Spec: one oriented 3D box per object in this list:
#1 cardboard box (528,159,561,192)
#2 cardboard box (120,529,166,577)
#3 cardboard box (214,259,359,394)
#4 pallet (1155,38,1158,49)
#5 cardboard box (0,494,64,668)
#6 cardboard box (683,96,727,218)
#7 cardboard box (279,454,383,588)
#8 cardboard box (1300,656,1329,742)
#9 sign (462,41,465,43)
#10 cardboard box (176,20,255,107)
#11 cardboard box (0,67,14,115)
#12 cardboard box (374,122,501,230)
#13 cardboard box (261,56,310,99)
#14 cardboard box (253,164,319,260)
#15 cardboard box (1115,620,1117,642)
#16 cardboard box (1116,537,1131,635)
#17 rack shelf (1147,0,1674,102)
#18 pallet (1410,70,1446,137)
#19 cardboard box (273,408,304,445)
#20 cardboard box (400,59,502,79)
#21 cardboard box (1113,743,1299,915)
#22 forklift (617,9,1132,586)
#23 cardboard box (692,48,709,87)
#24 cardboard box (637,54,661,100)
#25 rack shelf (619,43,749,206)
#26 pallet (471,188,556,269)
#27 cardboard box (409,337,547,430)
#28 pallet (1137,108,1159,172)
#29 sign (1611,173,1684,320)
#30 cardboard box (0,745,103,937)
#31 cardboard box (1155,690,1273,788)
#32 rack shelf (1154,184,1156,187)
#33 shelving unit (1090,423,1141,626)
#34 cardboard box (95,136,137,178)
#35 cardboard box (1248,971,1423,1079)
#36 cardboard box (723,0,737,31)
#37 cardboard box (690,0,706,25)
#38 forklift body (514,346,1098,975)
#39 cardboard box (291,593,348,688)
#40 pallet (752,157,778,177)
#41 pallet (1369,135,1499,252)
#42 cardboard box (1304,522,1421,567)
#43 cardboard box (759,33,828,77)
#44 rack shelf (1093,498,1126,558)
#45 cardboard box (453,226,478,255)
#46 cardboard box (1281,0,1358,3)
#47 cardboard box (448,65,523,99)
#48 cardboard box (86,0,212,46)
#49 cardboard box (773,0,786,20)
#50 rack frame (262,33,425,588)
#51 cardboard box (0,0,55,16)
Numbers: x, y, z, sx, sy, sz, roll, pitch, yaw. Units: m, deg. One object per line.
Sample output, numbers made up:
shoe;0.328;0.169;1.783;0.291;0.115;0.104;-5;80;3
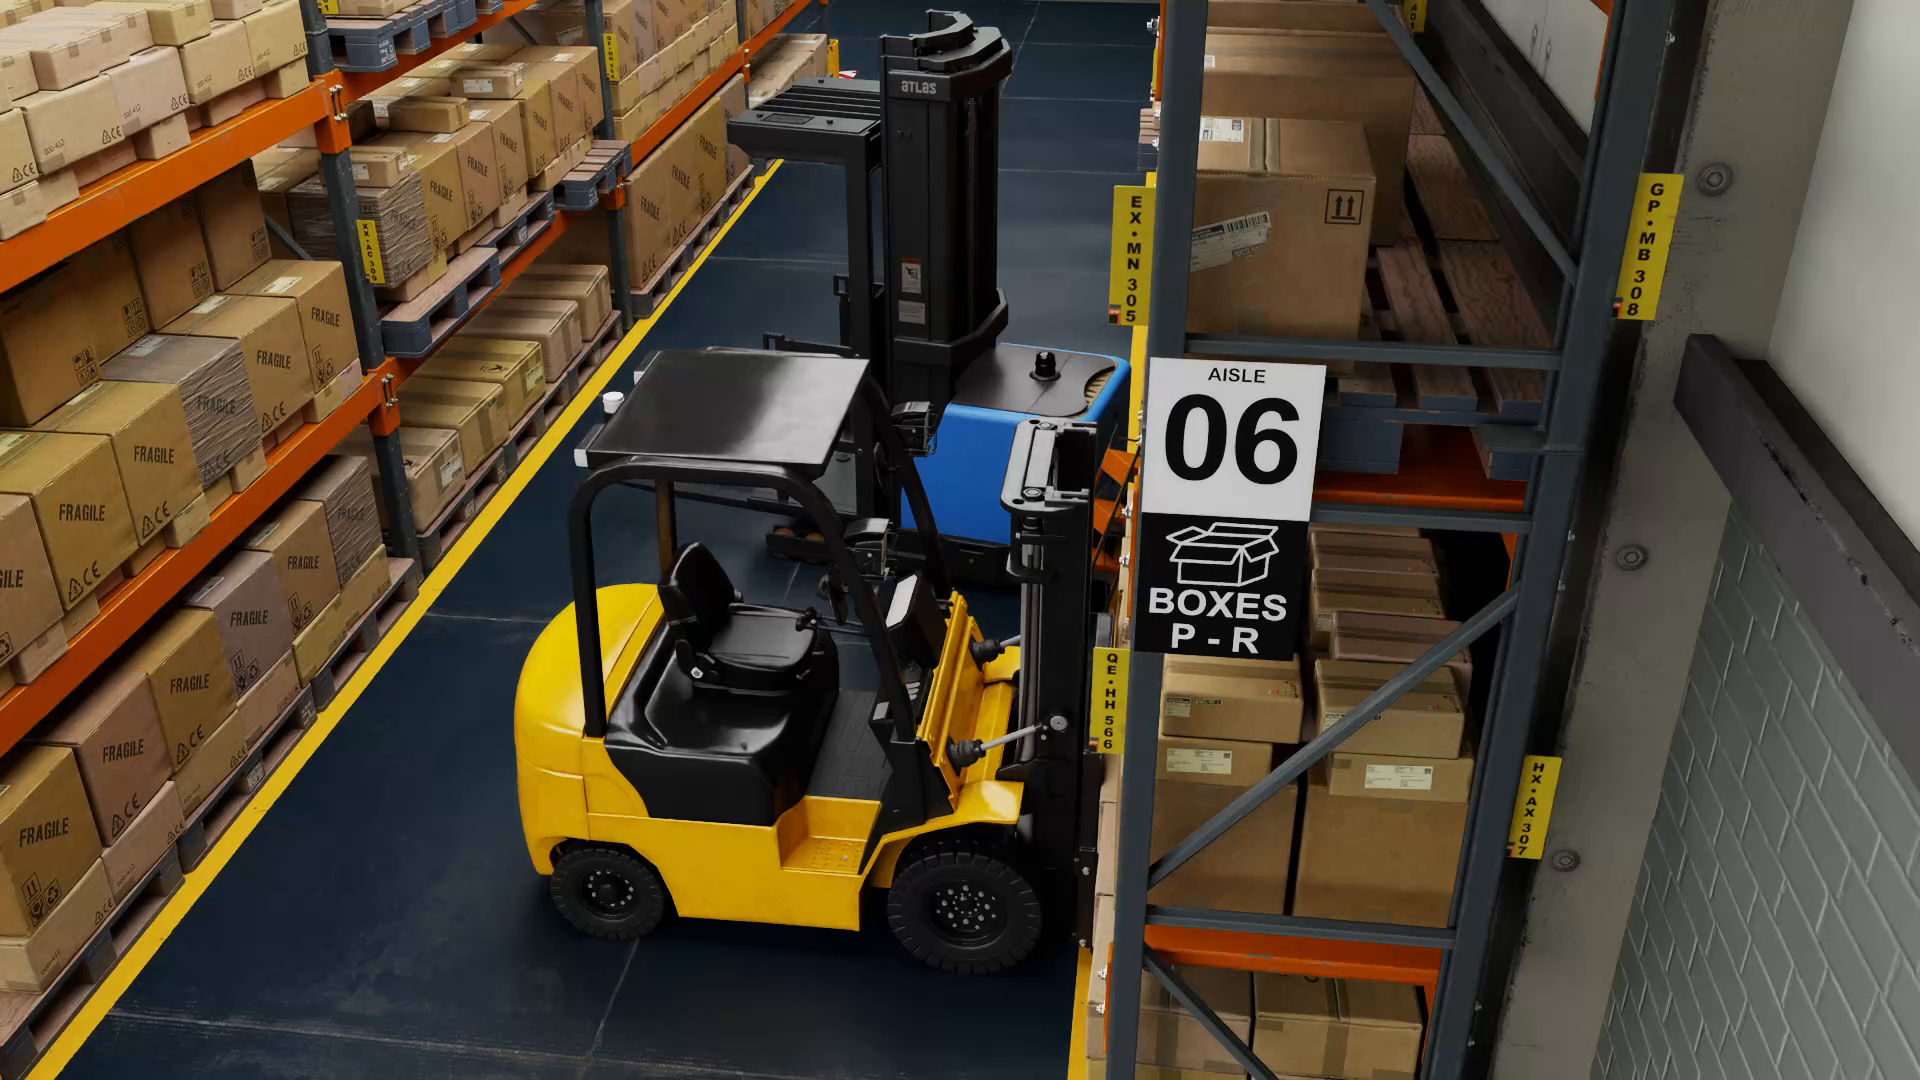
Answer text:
cardboard box;-2.830;-2.385;10.836;0.380;0.149;0.250;4;29;7
cardboard box;-3.511;0.019;6.817;0.380;0.149;0.250;3;28;5
cardboard box;-3.315;-1.047;8.112;0.500;0.500;0.500;3;28;5
pallet;2.193;-4.121;14.438;1.003;0.211;1.213;3;28;6
cardboard box;-3.604;0.161;5.869;0.500;0.500;0.500;4;29;8
cardboard box;-2.627;-3.389;14.675;0.875;0.875;0.875;4;29;8
cardboard box;-3.314;-0.106;8.450;0.500;0.500;0.500;3;28;5
cardboard box;1.195;0.480;4.908;0.380;0.149;0.250;3;28;6
sign;-3.569;-3.519;11.899;0.100;0.325;0.005;3;28;6
cardboard box;-3.356;-2.020;7.019;0.500;0.250;0.500;3;28;5
cardboard box;-3.492;-1.517;5.665;0.380;0.149;0.250;4;29;8
cardboard box;-3.031;-2.127;9.675;0.500;0.500;0.500;3;28;6
cardboard box;-3.243;-2.139;7.661;0.380;0.149;0.250;3;29;6
cardboard box;-3.679;-1.686;8.856;0.500;0.500;0.500;3;28;5
cardboard box;1.031;0.425;8.255;0.500;0.250;0.500;4;29;7
cardboard box;0.976;0.226;7.570;0.500;0.250;0.500;3;28;6
rack shelf;1.174;-2.016;5.184;1.077;0.370;4.000;3;28;6
pallet;1.340;-1.688;6.651;1.003;0.211;1.213;3;28;6
cardboard box;-3.378;-0.580;7.929;0.380;0.149;0.250;3;29;6
cardboard box;-3.359;-2.894;11.098;0.500;0.500;0.500;5;29;9
cardboard box;0.729;0.783;5.029;0.500;0.500;0.500;3;28;5
forklift;-0.592;-1.385;9.231;3.031;2.935;1.130;9;30;16
cardboard box;-2.477;-4.094;14.344;0.500;0.250;0.500;3;28;5
cardboard box;-2.646;-3.600;12.901;0.500;0.250;0.500;4;29;7
rack shelf;-2.773;-3.603;14.034;1.077;0.370;4.000;3;28;6
pallet;-3.220;-1.960;10.428;1.003;0.211;1.213;3;28;6
cardboard box;-3.278;-1.037;10.840;0.950;0.372;0.625;4;29;8
pallet;1.923;-2.931;12.230;1.213;0.211;1.003;3;28;6
sign;1.479;-0.631;3.592;0.100;0.325;0.005;3;28;6
cardboard box;-3.622;1.108;6.197;0.500;0.500;0.500;2;28;4
cardboard box;0.693;0.565;4.750;0.380;0.149;0.250;4;29;7
rack shelf;2.154;-3.317;13.502;1.077;0.370;4.000;3;28;6
shelving unit;0.782;-0.071;8.758;0.215;1.050;0.252;9;22;-30
cardboard box;-3.500;-1.539;6.546;0.380;0.149;0.250;4;29;7
cardboard box;1.176;1.444;5.309;0.500;0.250;0.500;3;28;5
cardboard box;-2.340;-4.794;15.117;0.500;0.250;0.500;3;28;6
cardboard box;-2.471;-4.639;14.039;0.500;0.500;0.500;4;29;8
forklift body;-0.649;0.449;6.649;2.313;2.155;1.214;3;28;6
cardboard box;-3.369;0.475;8.162;0.500;0.250;0.500;3;28;5
pallet;-2.357;-3.987;16.929;1.003;0.211;1.213;3;28;6
pallet;1.188;-1.115;5.588;1.003;0.211;1.213;3;28;6
cardboard box;1.319;-0.020;5.521;0.380;0.149;0.250;4;29;8
cardboard box;-2.019;-5.485;19.027;0.875;0.438;0.875;2;28;4
rack shelf;0.779;-0.062;8.761;0.215;0.259;0.240;9;22;-30
cardboard box;-3.055;-1.785;9.724;0.380;0.149;0.250;4;29;7
cardboard box;1.718;-2.636;8.035;0.380;0.149;0.250;3;28;6
cardboard box;-2.938;-2.838;10.309;0.380;0.149;0.250;2;28;4
cardboard box;-3.308;-2.121;6.786;0.380;0.149;0.250;4;29;8
cardboard box;-2.077;-5.582;16.842;0.500;0.500;0.500;4;29;7
rack frame;-3.508;-1.096;8.621;1.000;3.000;0.127;3;28;6
cardboard box;-3.973;-2.158;6.854;0.380;0.149;0.250;3;28;6
